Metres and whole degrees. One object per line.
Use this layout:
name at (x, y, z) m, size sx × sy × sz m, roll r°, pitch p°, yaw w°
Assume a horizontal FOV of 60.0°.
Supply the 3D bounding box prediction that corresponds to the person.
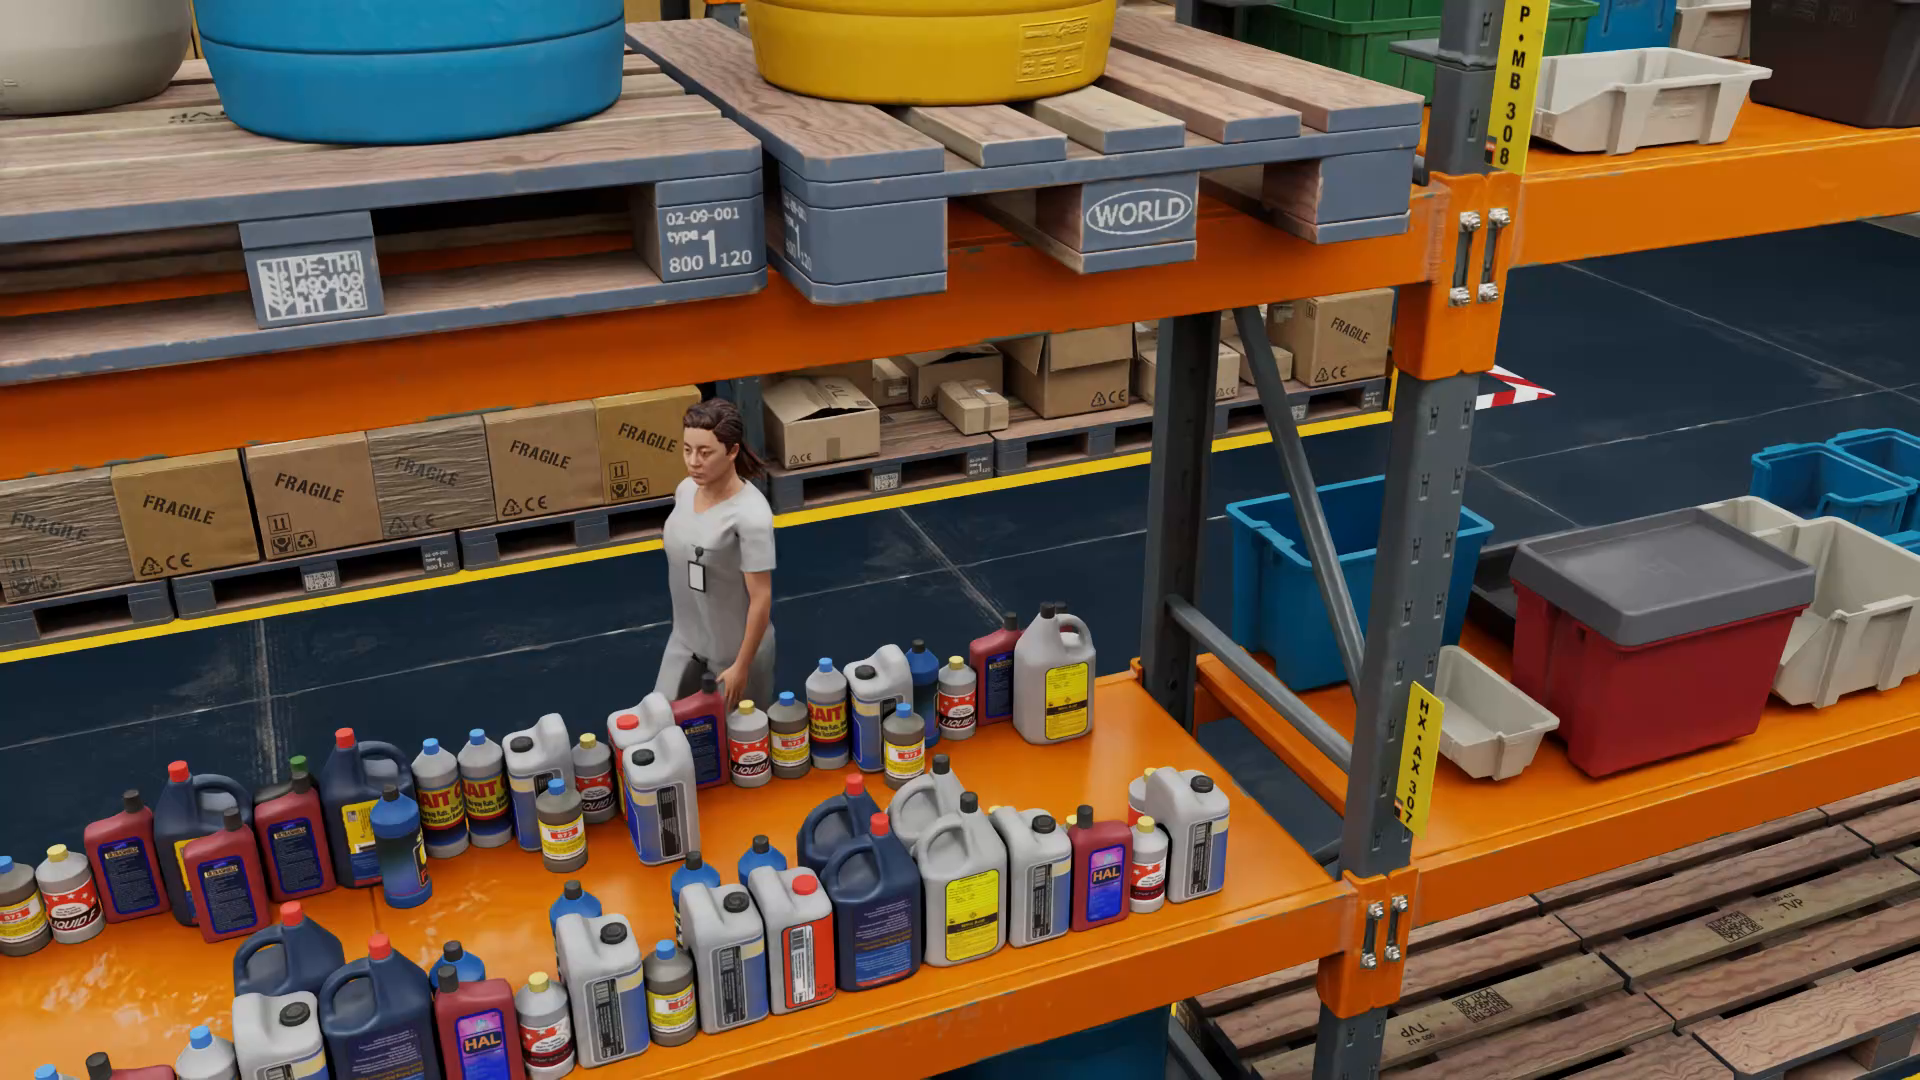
person at (-0.819, 0.392, 5.375) m, size 0.492 × 1.727 × 0.567 m, roll 21°, pitch 33°, yaw 36°
